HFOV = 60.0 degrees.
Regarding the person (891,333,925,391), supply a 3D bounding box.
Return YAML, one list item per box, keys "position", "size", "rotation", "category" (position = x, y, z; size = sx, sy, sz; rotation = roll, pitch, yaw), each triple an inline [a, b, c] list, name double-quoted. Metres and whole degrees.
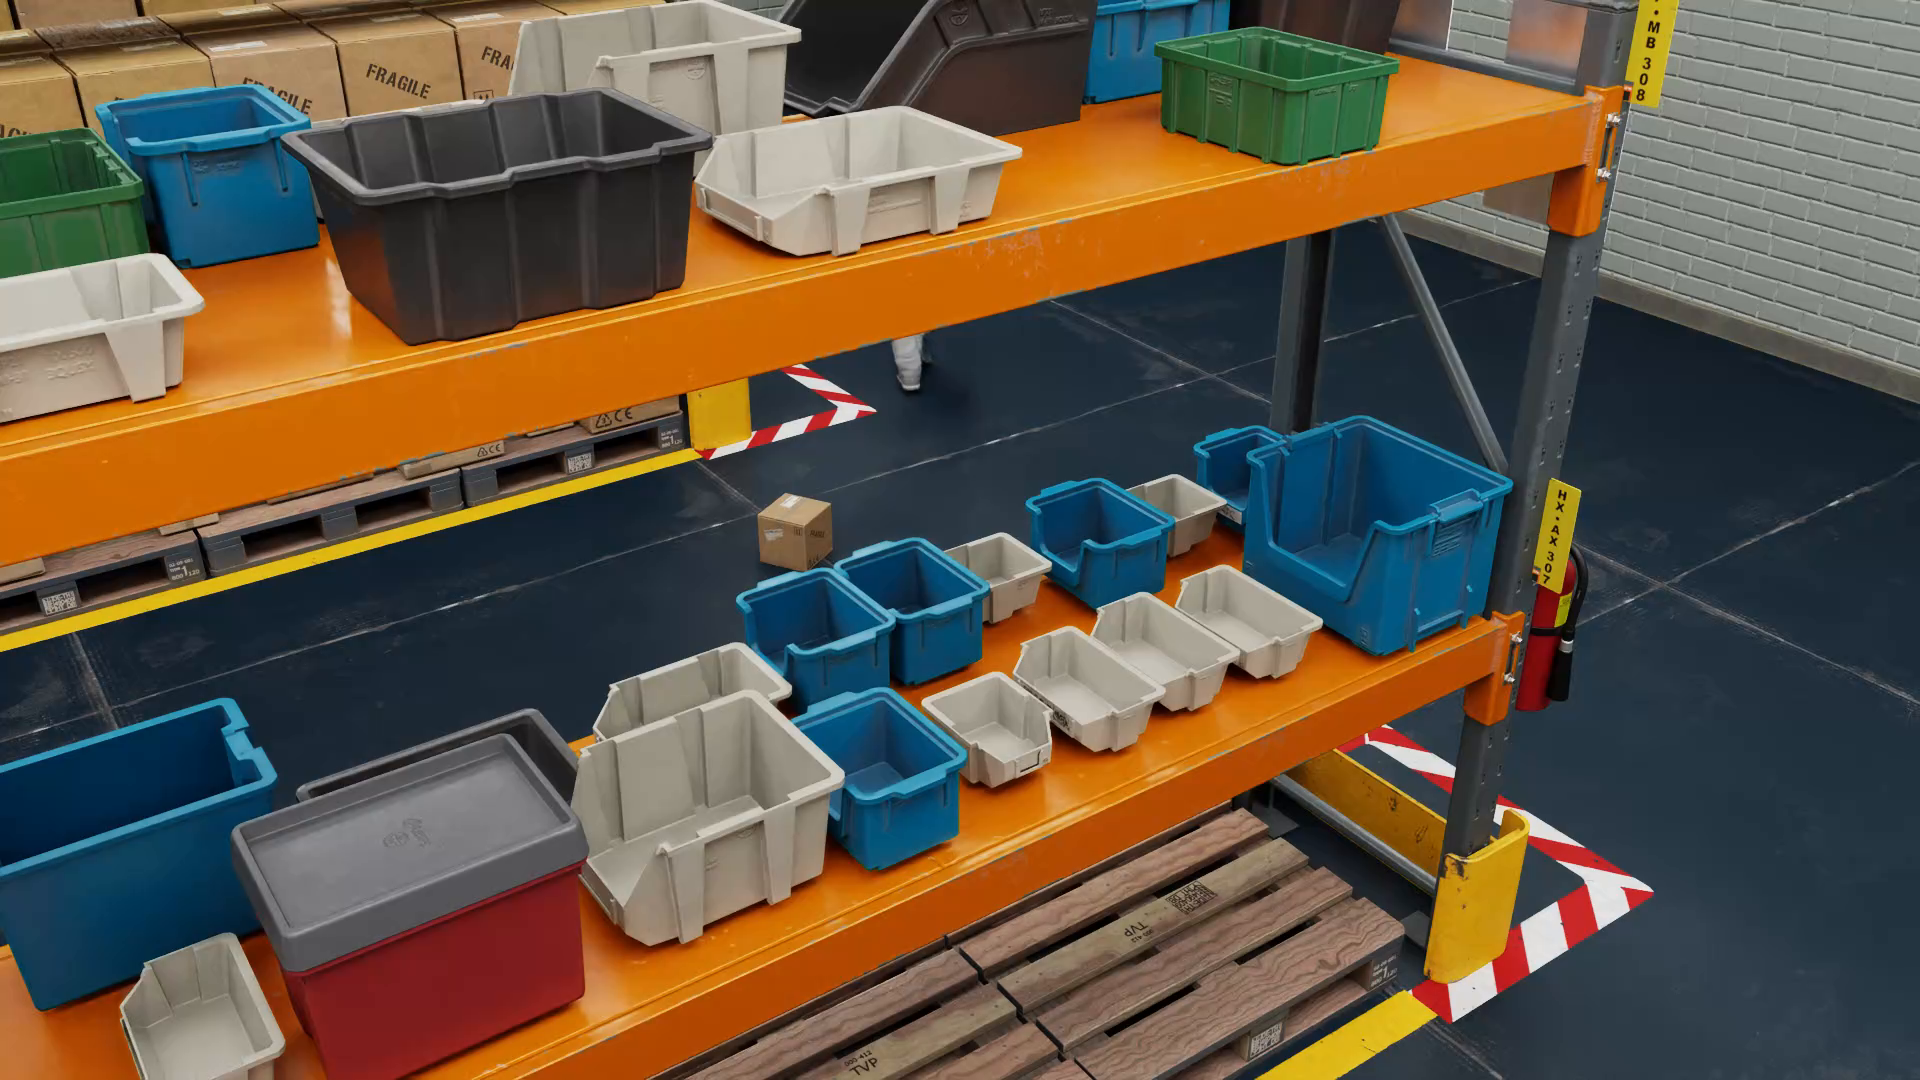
- position: [-0.350, -1.703, 9.310]
  size: [0.627, 1.786, 0.615]
  rotation: [-13, 31, -23]
  category: "person"
